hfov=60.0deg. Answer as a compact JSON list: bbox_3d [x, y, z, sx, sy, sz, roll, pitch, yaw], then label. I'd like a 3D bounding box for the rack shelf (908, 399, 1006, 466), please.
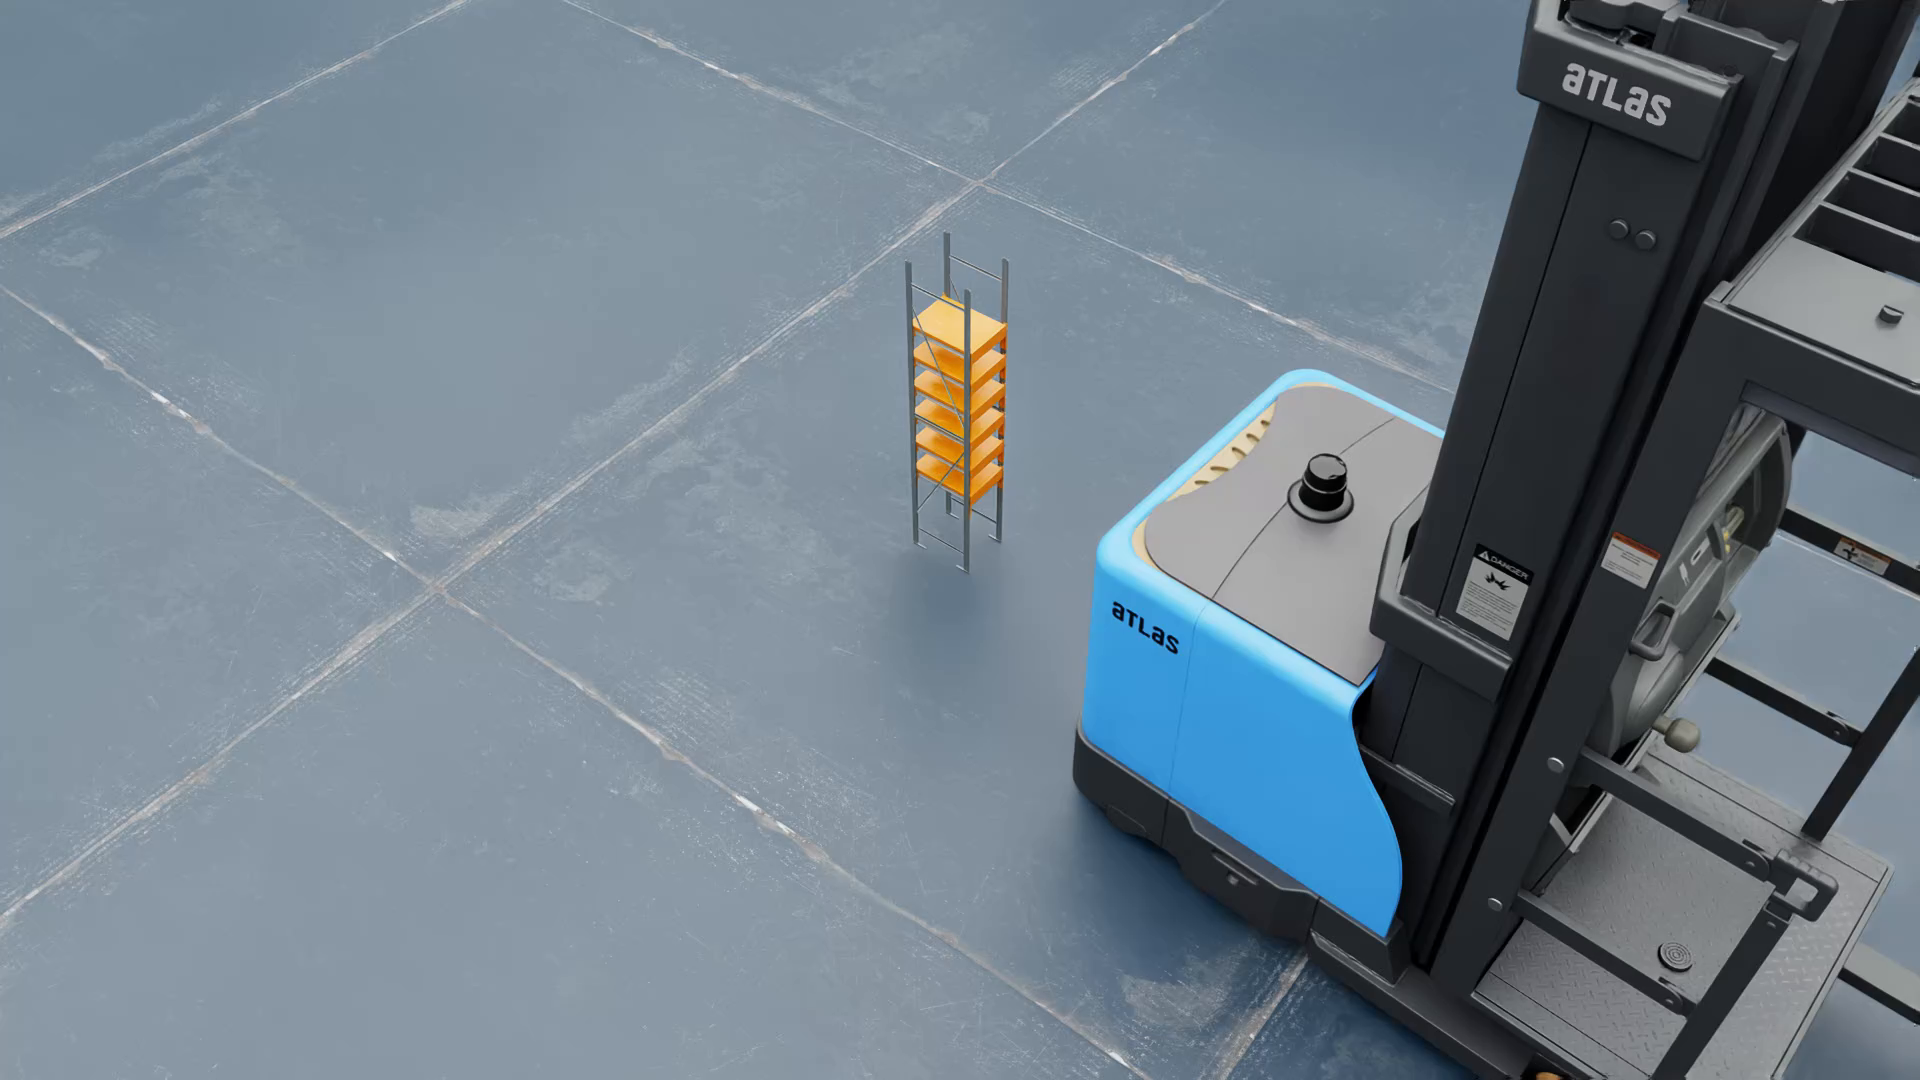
[{"bbox_3d":[-0.009,-0.375,5.340,0.258,0.103,0.180,29,53,25],"label":"rack shelf"}]

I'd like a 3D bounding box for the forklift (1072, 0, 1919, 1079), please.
[{"bbox_3d":[1.782,0.174,3.557,3.031,2.935,1.130,32,54,27],"label":"forklift"}]

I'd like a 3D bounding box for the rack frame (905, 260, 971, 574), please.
[{"bbox_3d":[-0.065,-0.354,5.258,0.240,1.200,0.006,29,53,25],"label":"rack frame"}]

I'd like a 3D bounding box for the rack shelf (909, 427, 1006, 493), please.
[{"bbox_3d":[-0.009,-0.293,5.427,0.258,0.103,0.180,29,53,25],"label":"rack shelf"}]

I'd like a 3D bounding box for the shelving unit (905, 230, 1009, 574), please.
[{"bbox_3d":[-0.009,-0.406,5.308,0.258,1.200,0.189,29,53,25],"label":"shelving unit"}]

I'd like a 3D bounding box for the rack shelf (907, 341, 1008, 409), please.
[{"bbox_3d":[-0.009,-0.541,5.167,0.258,0.103,0.180,29,53,25],"label":"rack shelf"}]

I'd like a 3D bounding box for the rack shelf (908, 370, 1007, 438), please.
[{"bbox_3d":[-0.009,-0.458,5.254,0.258,0.103,0.180,29,53,25],"label":"rack shelf"}]

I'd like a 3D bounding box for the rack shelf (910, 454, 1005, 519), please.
[{"bbox_3d":[-0.009,-0.210,5.514,0.258,0.103,0.180,29,53,25],"label":"rack shelf"}]

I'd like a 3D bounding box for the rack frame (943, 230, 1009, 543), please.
[{"bbox_3d":[0.047,-0.459,5.358,0.240,1.200,0.006,29,53,25],"label":"rack frame"}]

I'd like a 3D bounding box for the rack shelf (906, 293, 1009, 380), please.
[{"bbox_3d":[-0.009,-0.624,5.080,0.258,0.103,0.180,29,53,25],"label":"rack shelf"}]
